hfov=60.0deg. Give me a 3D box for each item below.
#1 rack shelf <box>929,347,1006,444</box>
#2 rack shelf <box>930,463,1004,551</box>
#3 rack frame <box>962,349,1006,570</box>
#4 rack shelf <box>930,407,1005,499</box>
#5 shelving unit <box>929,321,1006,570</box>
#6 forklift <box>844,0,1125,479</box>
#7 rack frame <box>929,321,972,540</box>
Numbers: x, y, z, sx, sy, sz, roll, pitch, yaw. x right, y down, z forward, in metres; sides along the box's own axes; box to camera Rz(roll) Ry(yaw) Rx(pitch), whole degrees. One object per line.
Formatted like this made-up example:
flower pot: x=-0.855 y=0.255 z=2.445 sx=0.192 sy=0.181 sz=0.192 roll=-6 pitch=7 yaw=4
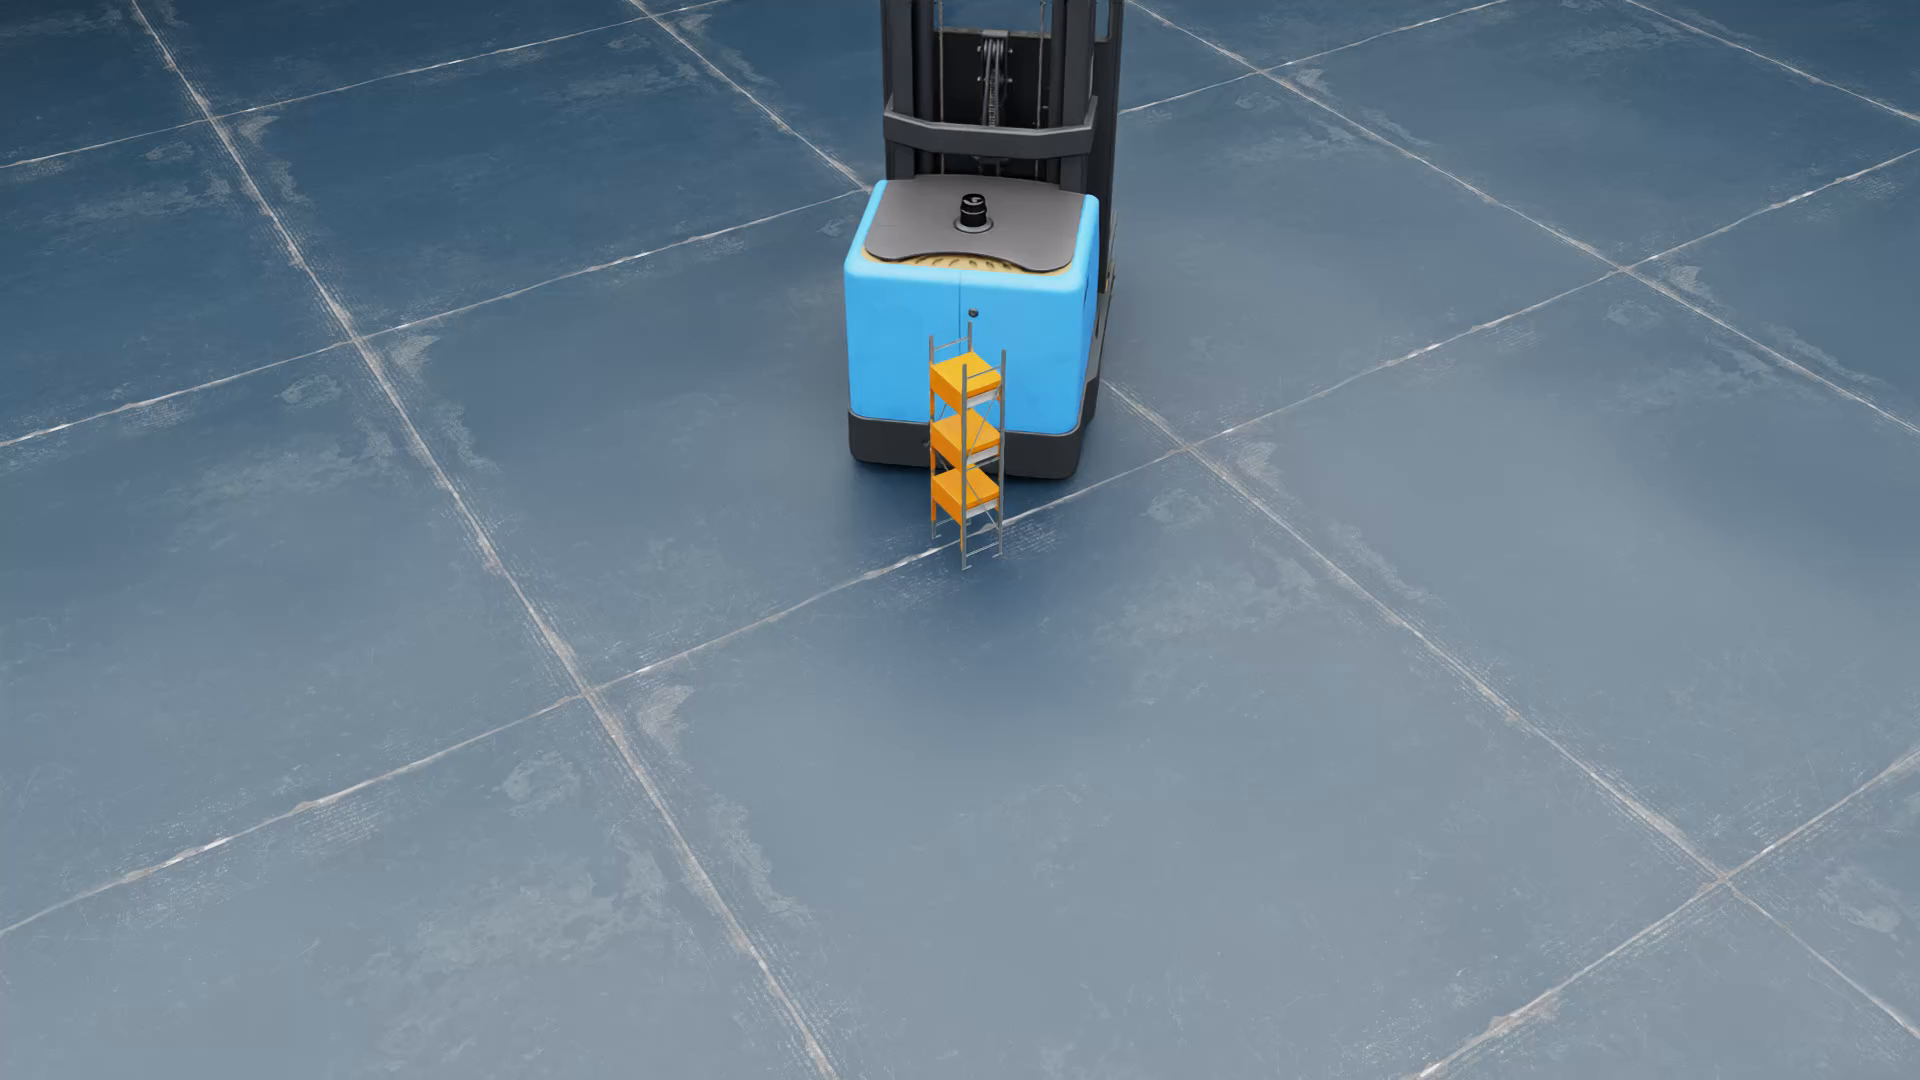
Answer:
rack shelf: x=0.029 y=-0.584 z=6.704 sx=0.215 sy=0.259 sz=0.240 roll=-22 pitch=45 yaw=-24
rack shelf: x=0.029 y=-0.153 z=7.064 sx=0.215 sy=0.259 sz=0.240 roll=-22 pitch=45 yaw=-24
rack frame: x=0.094 y=-0.309 z=6.800 sx=0.200 sy=1.050 sz=0.008 roll=-22 pitch=45 yaw=-24
rack shelf: x=0.029 y=-0.366 z=6.886 sx=0.215 sy=0.259 sz=0.240 roll=-22 pitch=45 yaw=-24
shelving unit: x=0.029 y=-0.374 z=6.879 sx=0.215 sy=1.050 sz=0.252 roll=-22 pitch=45 yaw=-24
forklift: x=0.226 y=-2.343 z=7.772 sx=1.130 sy=2.935 sz=3.031 roll=6 pitch=40 yaw=7
rack frame: x=-0.037 y=-0.440 z=6.958 sx=0.200 sy=1.050 sz=0.008 roll=-22 pitch=45 yaw=-24
